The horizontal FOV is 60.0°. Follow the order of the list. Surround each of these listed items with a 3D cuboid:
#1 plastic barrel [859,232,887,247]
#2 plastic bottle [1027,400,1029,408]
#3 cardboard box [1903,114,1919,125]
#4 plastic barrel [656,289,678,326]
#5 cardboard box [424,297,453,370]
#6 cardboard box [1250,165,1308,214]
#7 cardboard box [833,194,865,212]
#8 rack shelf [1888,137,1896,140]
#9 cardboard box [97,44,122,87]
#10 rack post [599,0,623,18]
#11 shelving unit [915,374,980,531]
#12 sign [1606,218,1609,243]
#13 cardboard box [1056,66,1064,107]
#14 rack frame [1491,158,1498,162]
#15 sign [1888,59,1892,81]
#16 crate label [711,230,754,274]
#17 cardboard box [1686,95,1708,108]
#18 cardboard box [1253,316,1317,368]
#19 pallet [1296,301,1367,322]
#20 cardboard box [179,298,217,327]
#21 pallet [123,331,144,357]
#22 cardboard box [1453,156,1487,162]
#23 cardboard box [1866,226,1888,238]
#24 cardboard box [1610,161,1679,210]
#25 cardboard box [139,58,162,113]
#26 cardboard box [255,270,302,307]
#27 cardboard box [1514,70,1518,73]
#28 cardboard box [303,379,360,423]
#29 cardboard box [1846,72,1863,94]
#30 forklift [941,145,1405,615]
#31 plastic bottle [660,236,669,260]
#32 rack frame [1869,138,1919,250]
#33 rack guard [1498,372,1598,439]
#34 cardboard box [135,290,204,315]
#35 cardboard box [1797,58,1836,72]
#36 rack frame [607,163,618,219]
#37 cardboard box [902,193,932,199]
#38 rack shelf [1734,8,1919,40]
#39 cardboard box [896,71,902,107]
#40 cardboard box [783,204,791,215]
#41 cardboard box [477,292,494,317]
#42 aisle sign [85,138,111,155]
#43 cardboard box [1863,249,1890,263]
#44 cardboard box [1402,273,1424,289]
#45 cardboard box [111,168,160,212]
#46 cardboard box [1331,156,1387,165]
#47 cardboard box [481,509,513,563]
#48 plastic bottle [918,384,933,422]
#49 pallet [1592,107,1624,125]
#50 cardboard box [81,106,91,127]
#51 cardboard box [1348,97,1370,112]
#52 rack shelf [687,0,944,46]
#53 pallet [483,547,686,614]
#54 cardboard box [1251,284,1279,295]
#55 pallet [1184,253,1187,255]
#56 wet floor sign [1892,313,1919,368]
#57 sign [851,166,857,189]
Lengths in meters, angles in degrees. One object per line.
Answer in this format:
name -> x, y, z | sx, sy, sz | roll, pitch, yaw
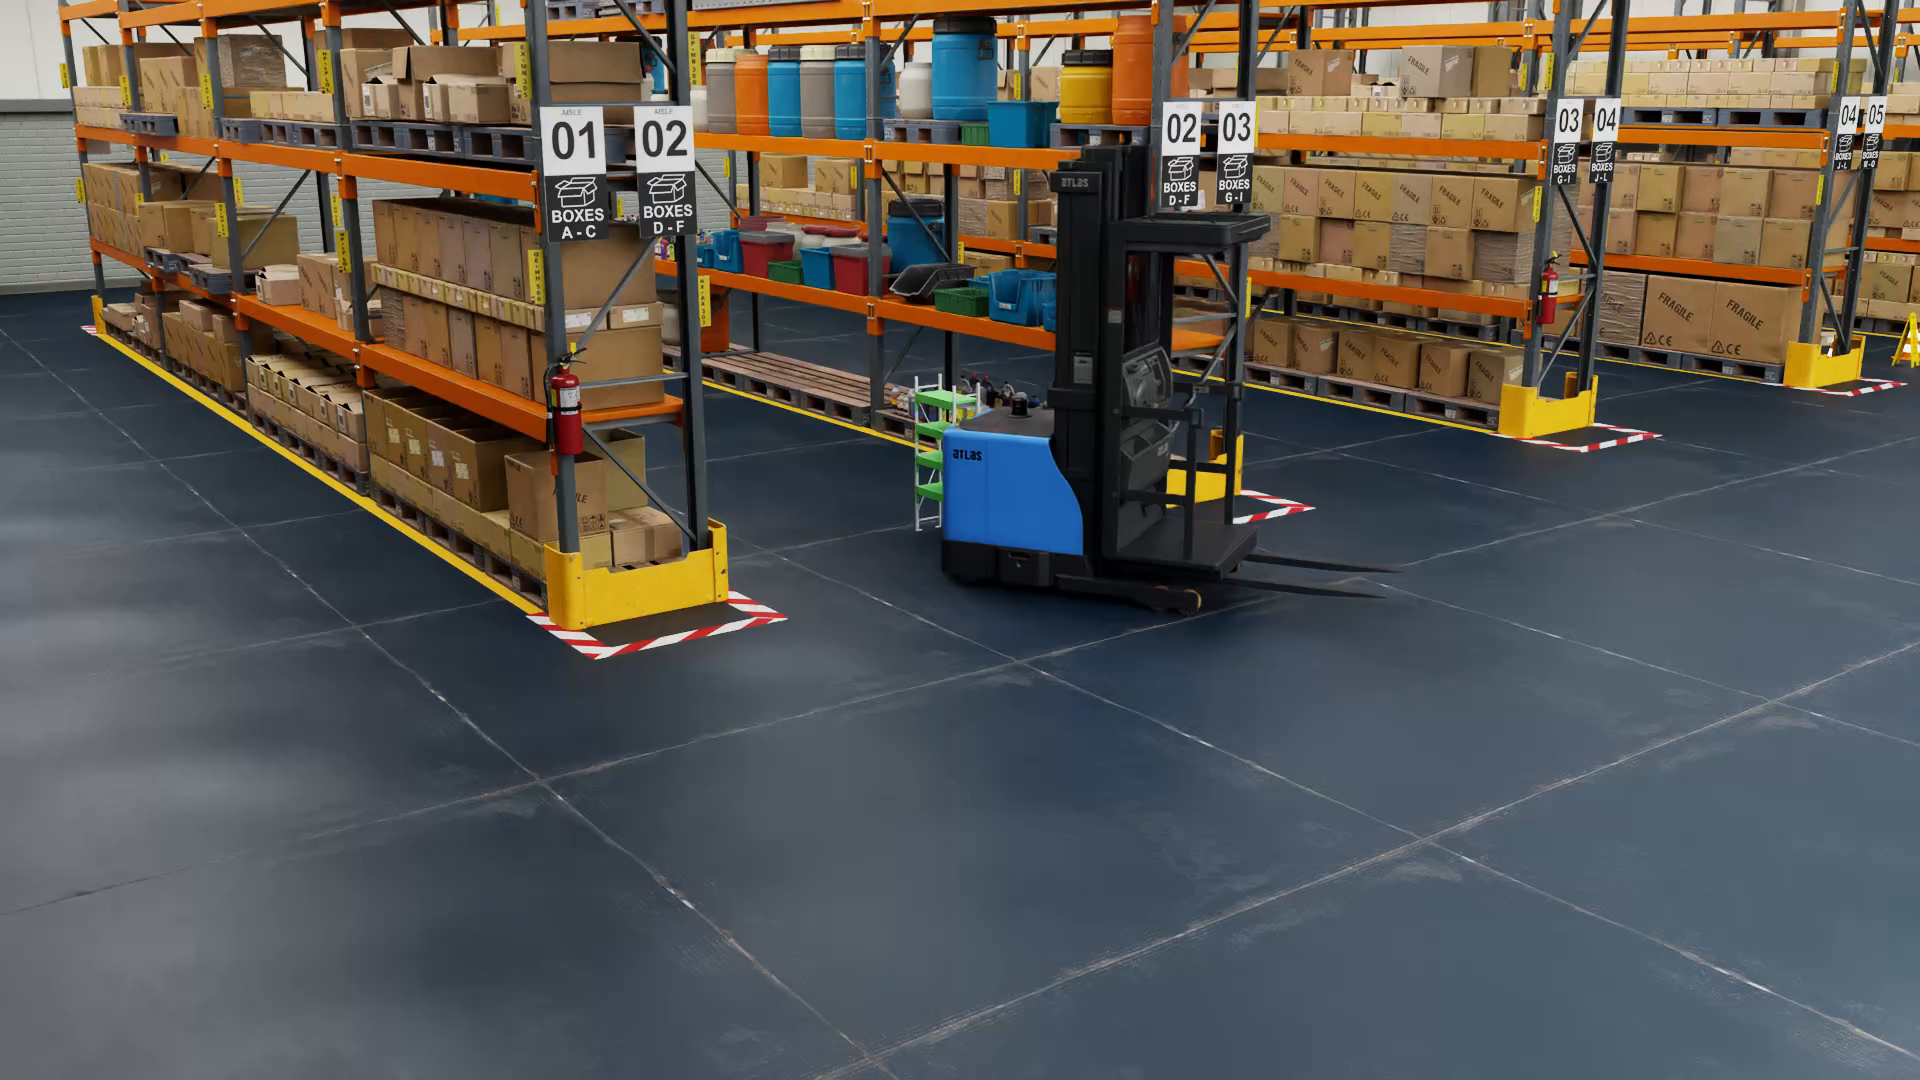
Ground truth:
plastic barrel -> -0.840, -2.928, 17.333 | 0.433, 0.535, 0.433 | 0, 15, 0
plastic bottle -> 0.643, -1.227, 15.845 | 0.097, 0.201, 0.097 | 0, 15, 0
cardboard box -> 12.902, -5.655, 22.351 | 0.380, 0.149, 0.250 | -11, 19, -35
plastic barrel -> -3.772, -2.860, 21.117 | 0.600, 0.588, 0.708 | -11, 19, -35
cardboard box -> -3.591, -1.591, 12.517 | 0.700, 0.500, 0.500 | -11, 19, -34
cardboard box -> 3.610, -3.931, 18.610 | 0.500, 0.500, 0.500 | -11, 19, -35
cardboard box -> -1.624, -5.226, 25.707 | 0.500, 0.250, 0.500 | -11, 19, -36
rack shelf -> 16.756, -6.375, 25.866 | 1.077, 0.370, 4.000 | -11, 19, -35
cardboard box -> -10.380, -5.957, 20.893 | 0.700, 0.500, 0.500 | -11, 19, -35
rack post -> -3.866, -6.572, 20.489 | 0.937, 0.300, 0.954 | -9, 18, -29
shelving unit -> -0.097, -0.614, 12.547 | 0.258, 1.200, 0.503 | -11, 19, -35
sign -> 6.342, -3.040, 16.362 | 0.100, 0.325, 0.005 | -11, 19, -35
cardboard box -> 1.563, -5.734, 21.024 | 0.500, 0.500, 0.500 | -11, 19, -34
rack frame -> 9.215, -5.785, 28.030 | 1.000, 3.000, 0.127 | -11, 19, -35
sign -> 10.427, -5.278, 18.691 | 0.100, 0.325, 0.005 | -11, 19, -35
crate label -> -2.442, -3.241, 18.668 | 0.502, 0.435, 0.616 | -11, 19, -35
cardboard box -> 8.758, -5.153, 19.530 | 0.380, 0.149, 0.250 | -11, 19, -34
cardboard box -> 3.754, -2.298, 19.229 | 0.500, 0.500, 0.500 | -12, 19, -36
pallet -> 5.674, -3.470, 24.854 | 1.003, 0.211, 1.213 | -11, 19, -35
cardboard box -> -8.492, -2.578, 18.793 | 0.500, 0.250, 0.500 | -11, 19, -34
pallet -> -10.292, -2.626, 21.773 | 1.003, 0.211, 1.213 | -11, 19, -35
cardboard box -> 8.700, -6.385, 28.140 | 0.500, 0.500, 0.500 | -11, 19, -36
cardboard box -> 12.718, -4.264, 22.950 | 0.380, 0.149, 0.250 | -11, 19, -35
cardboard box -> 8.436, -4.414, 20.691 | 0.875, 0.550, 0.550 | -11, 19, -35
cardboard box -> -8.931, -5.191, 19.003 | 0.600, 0.600, 0.600 | -13, 20, -40
cardboard box -> -6.447, -2.446, 15.999 | 0.500, 0.311, 0.500 | -11, 19, -35
cardboard box -> 11.112, -9.275, 33.243 | 0.396, 0.266, 0.258 | -11, 19, -35
cardboard box -> -5.536, -1.262, 14.854 | 0.500, 0.311, 0.500 | -11, 19, -35
cardboard box -> 9.899, -5.198, 18.941 | 0.500, 0.250, 0.500 | -11, 19, -35
forklift -> 1.431, -1.086, 10.991 | 3.031, 2.935, 1.130 | 7, 17, 23
plastic bottle -> -3.526, -3.491, 19.870 | 0.061, 0.283, 0.133 | -11, 19, -35
rack frame -> 15.580, -5.702, 27.727 | 1.000, 3.000, 0.127 | -11, 19, -35
rack guard -> 5.859, -1.349, 16.558 | 1.175, 0.500, 0.348 | -11, 19, -35
cardboard box -> -10.276, -2.972, 21.650 | 0.797, 0.503, 0.637 | -11, 19, -35
cardboard box -> 9.502, -5.267, 18.436 | 0.380, 0.149, 0.250 | -11, 19, -34
rack frame -> -5.159, -4.332, 22.722 | 1.000, 3.000, 0.127 | -11, 19, -35
cardboard box -> -0.494, -4.798, 24.234 | 0.500, 0.500, 0.500 | -11, 19, -36
rack shelf -> 12.743, -7.049, 22.652 | 1.077, 0.370, 4.000 | -11, 19, -35
cardboard box -> -0.803, -6.676, 24.619 | 0.700, 0.500, 0.500 | -10, 18, -33
cardboard box -> -2.657, -5.379, 27.021 | 0.380, 0.149, 0.250 | -11, 19, -36
cardboard box -> -3.097, -1.635, 11.450 | 0.380, 0.149, 0.250 | -10, 18, -33
aisle sign -> -11.797, -5.641, 22.580 | 0.394, 0.787, 0.004 | -11, 19, -35
cardboard box -> 12.668, -3.937, 23.041 | 0.380, 0.149, 0.250 | -10, 18, -32
cardboard box -> 4.820, -2.710, 17.273 | 0.380, 0.149, 0.250 | -11, 19, -35
cardboard box -> -10.274, -4.379, 20.810 | 0.500, 0.500, 0.500 | -11, 19, -34
cardboard box -> 5.825, -5.320, 24.249 | 0.700, 0.500, 0.500 | -11, 19, -35
cardboard box -> -2.970, -0.051, 11.495 | 0.500, 0.250, 0.500 | -11, 19, -35
plastic bottle -> -0.316, -1.322, 15.907 | 0.144, 0.351, 0.185 | -10, 18, -33
pallet -> 8.095, -5.369, 20.995 | 1.003, 0.211, 1.213 | -11, 19, -35
cardboard box -> -11.140, -5.535, 21.718 | 0.500, 0.250, 0.500 | -11, 19, -35
cardboard box -> 4.290, -4.569, 17.436 | 0.380, 0.149, 0.250 | -11, 19, -36
rack shelf -> -1.631, -5.405, 17.397 | 1.077, 0.370, 4.000 | -11, 19, -35
pallet -> -2.596, 0.187, 11.494 | 1.003, 0.211, 1.213 | -11, 19, -35
cardboard box -> 4.672, -4.092, 25.784 | 0.500, 0.500, 0.500 | -11, 19, -35
pallet -> 2.397, -3.738, 20.914 | 1.003, 0.211, 1.213 | -11, 19, -35
wet floor sign -> 11.593, -2.452, 20.314 | 0.232, 0.644, 0.267 | 14, 21, 42
sign -> -1.600, -5.470, 25.090 | 0.100, 0.325, 0.005 | -11, 19, -35
